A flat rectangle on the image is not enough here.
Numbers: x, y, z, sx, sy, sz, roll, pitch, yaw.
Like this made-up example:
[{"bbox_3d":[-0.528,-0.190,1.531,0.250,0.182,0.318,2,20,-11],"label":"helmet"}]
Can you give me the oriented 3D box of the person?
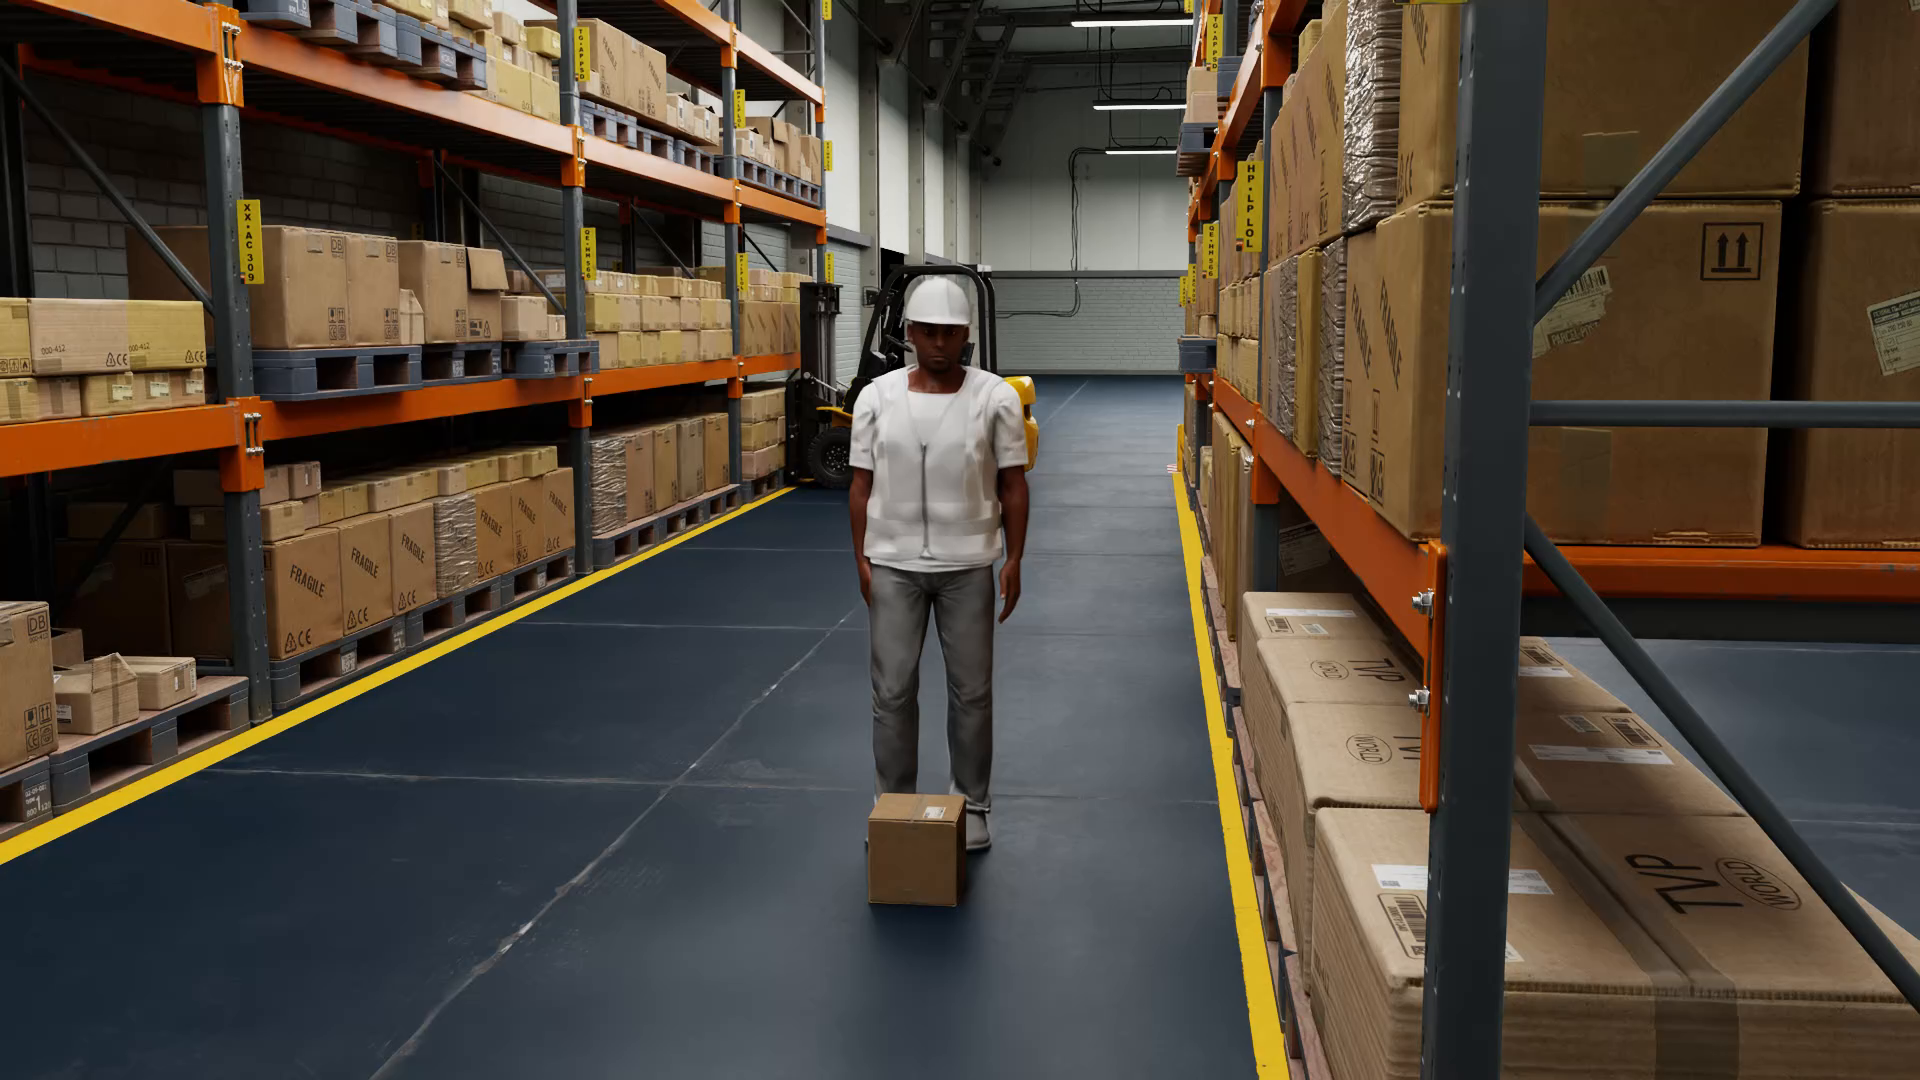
[{"bbox_3d":[-0.070,0.074,5.152,0.565,1.762,0.364,1,8,6],"label":"person"}]
